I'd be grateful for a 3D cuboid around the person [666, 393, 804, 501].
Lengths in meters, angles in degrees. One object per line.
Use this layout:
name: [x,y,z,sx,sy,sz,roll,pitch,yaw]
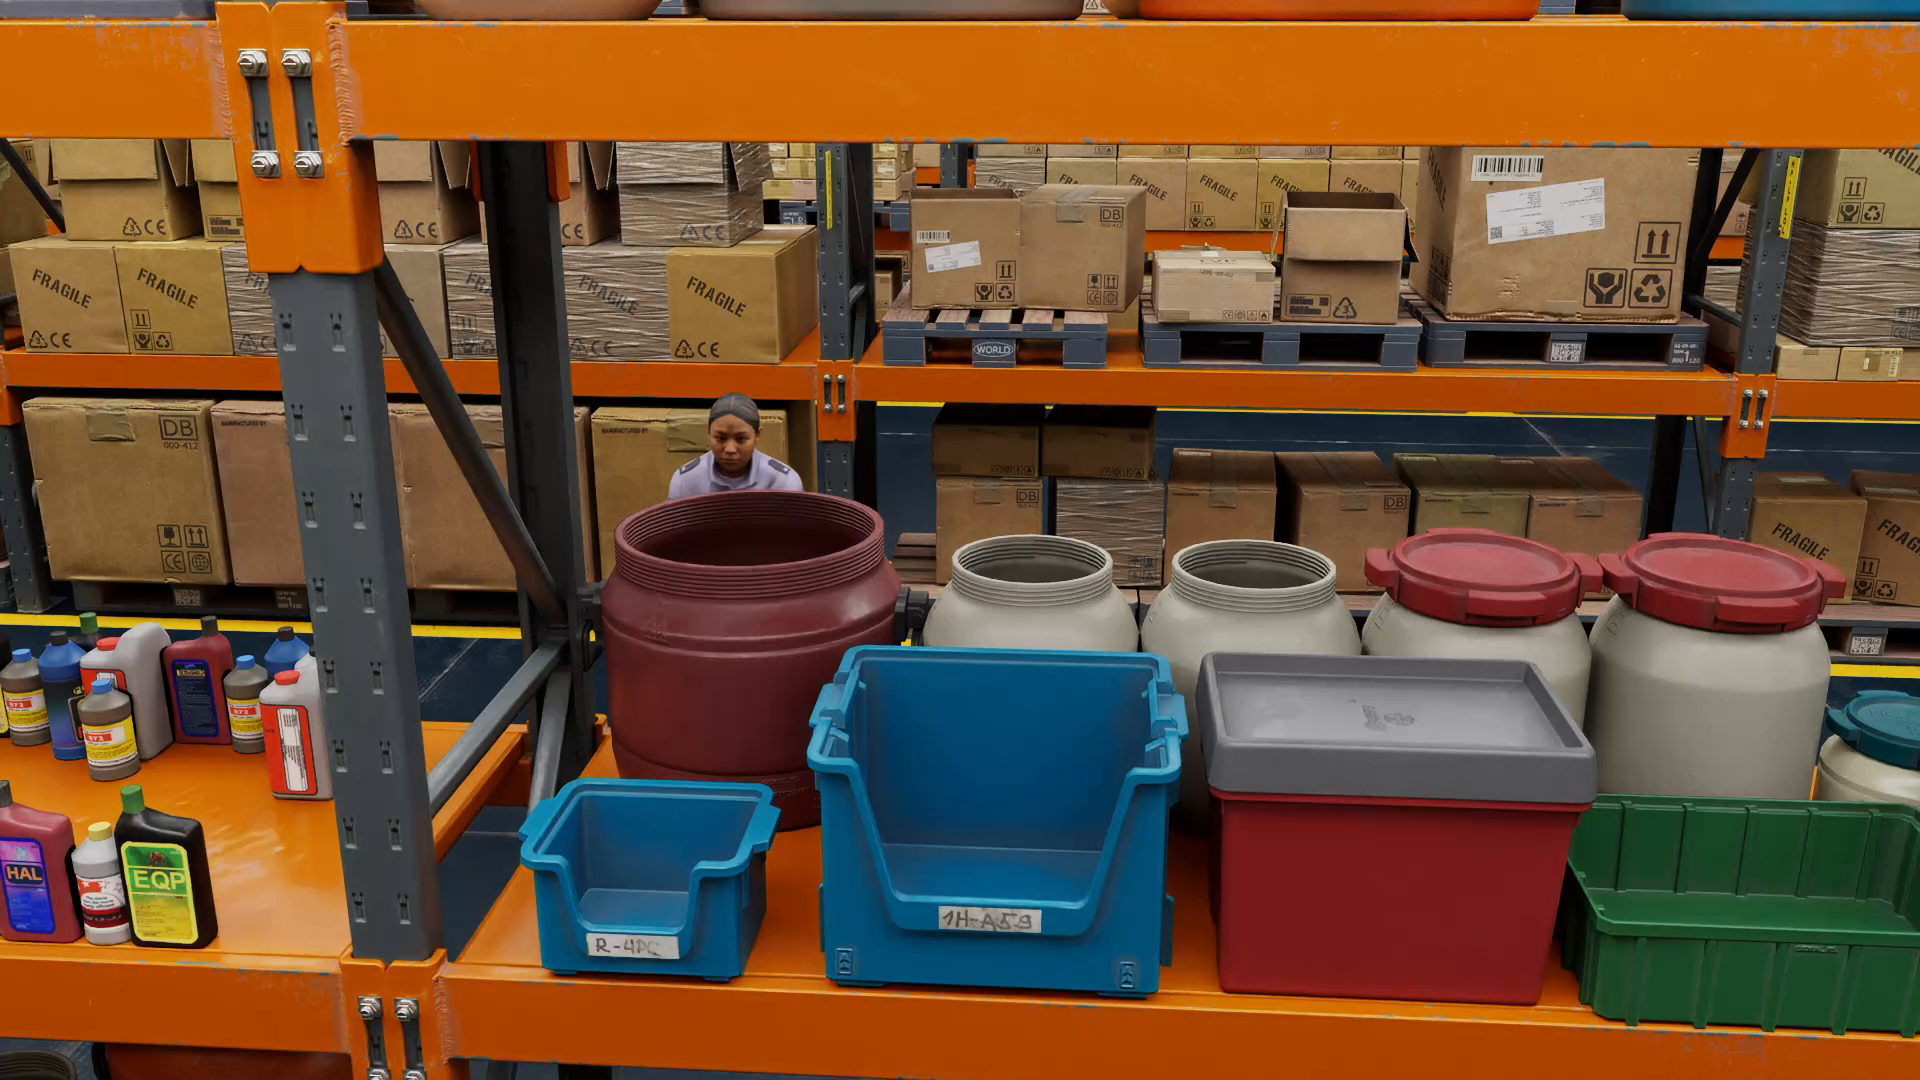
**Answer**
person: [-0.762,0.296,5.630,0.564,1.652,0.374,0,18,1]
